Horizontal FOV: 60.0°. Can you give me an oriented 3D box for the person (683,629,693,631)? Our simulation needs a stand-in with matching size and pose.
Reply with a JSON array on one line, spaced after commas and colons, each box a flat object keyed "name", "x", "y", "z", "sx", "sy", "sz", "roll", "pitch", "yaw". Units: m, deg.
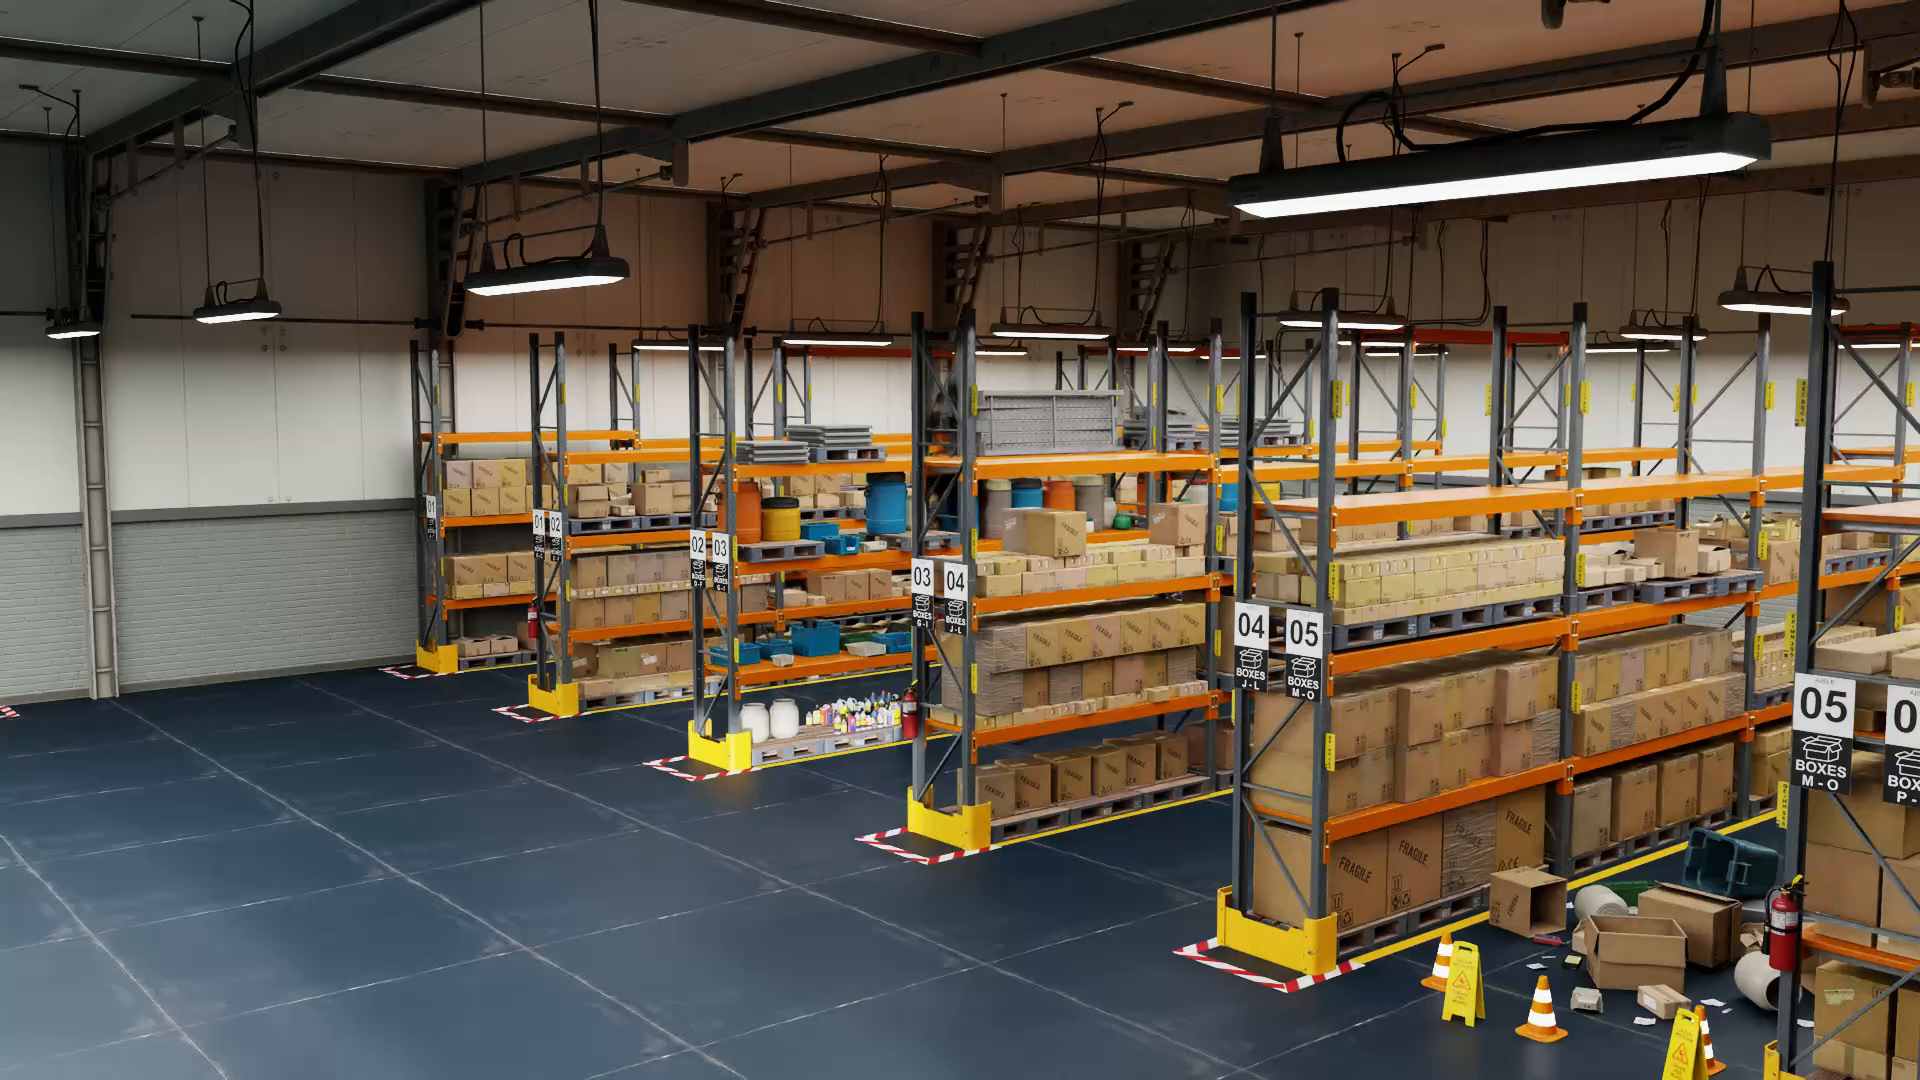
[{"name": "person", "x": -4.867, "y": 1.476, "z": 30.027, "sx": 0.998, "sy": 1.765, "sz": 0.668, "roll": -5, "pitch": 7, "yaw": -41}]

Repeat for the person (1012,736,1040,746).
[{"name": "person", "x": 0.940, "y": 1.939, "z": 22.715, "sx": 0.602, "sy": 1.700, "sz": 0.846, "roll": 4, "pitch": 7, "yaw": 40}]
